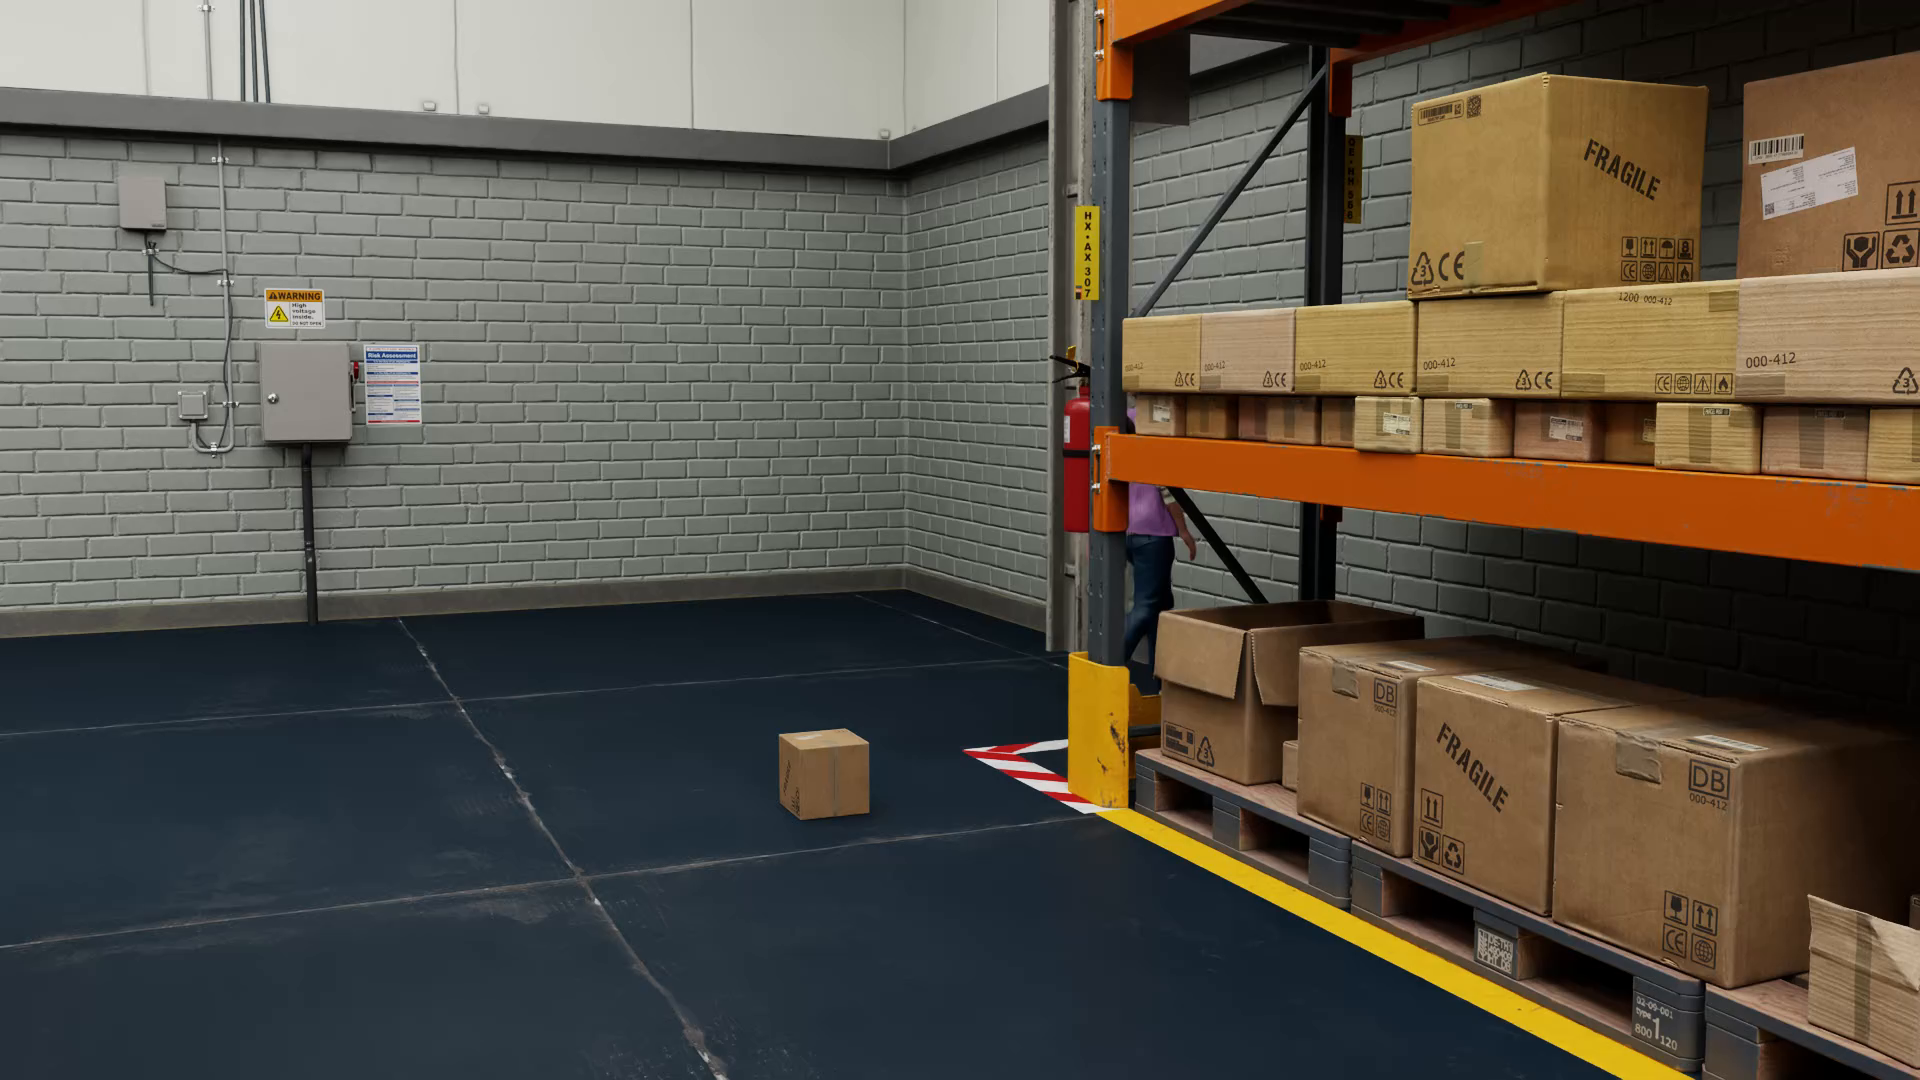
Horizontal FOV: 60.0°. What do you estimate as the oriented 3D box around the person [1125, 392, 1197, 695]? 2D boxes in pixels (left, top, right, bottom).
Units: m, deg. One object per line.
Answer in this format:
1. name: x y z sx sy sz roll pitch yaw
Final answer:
1. person: 0.841 -0.025 7.387 0.799 1.553 0.452 -3 6 -25
